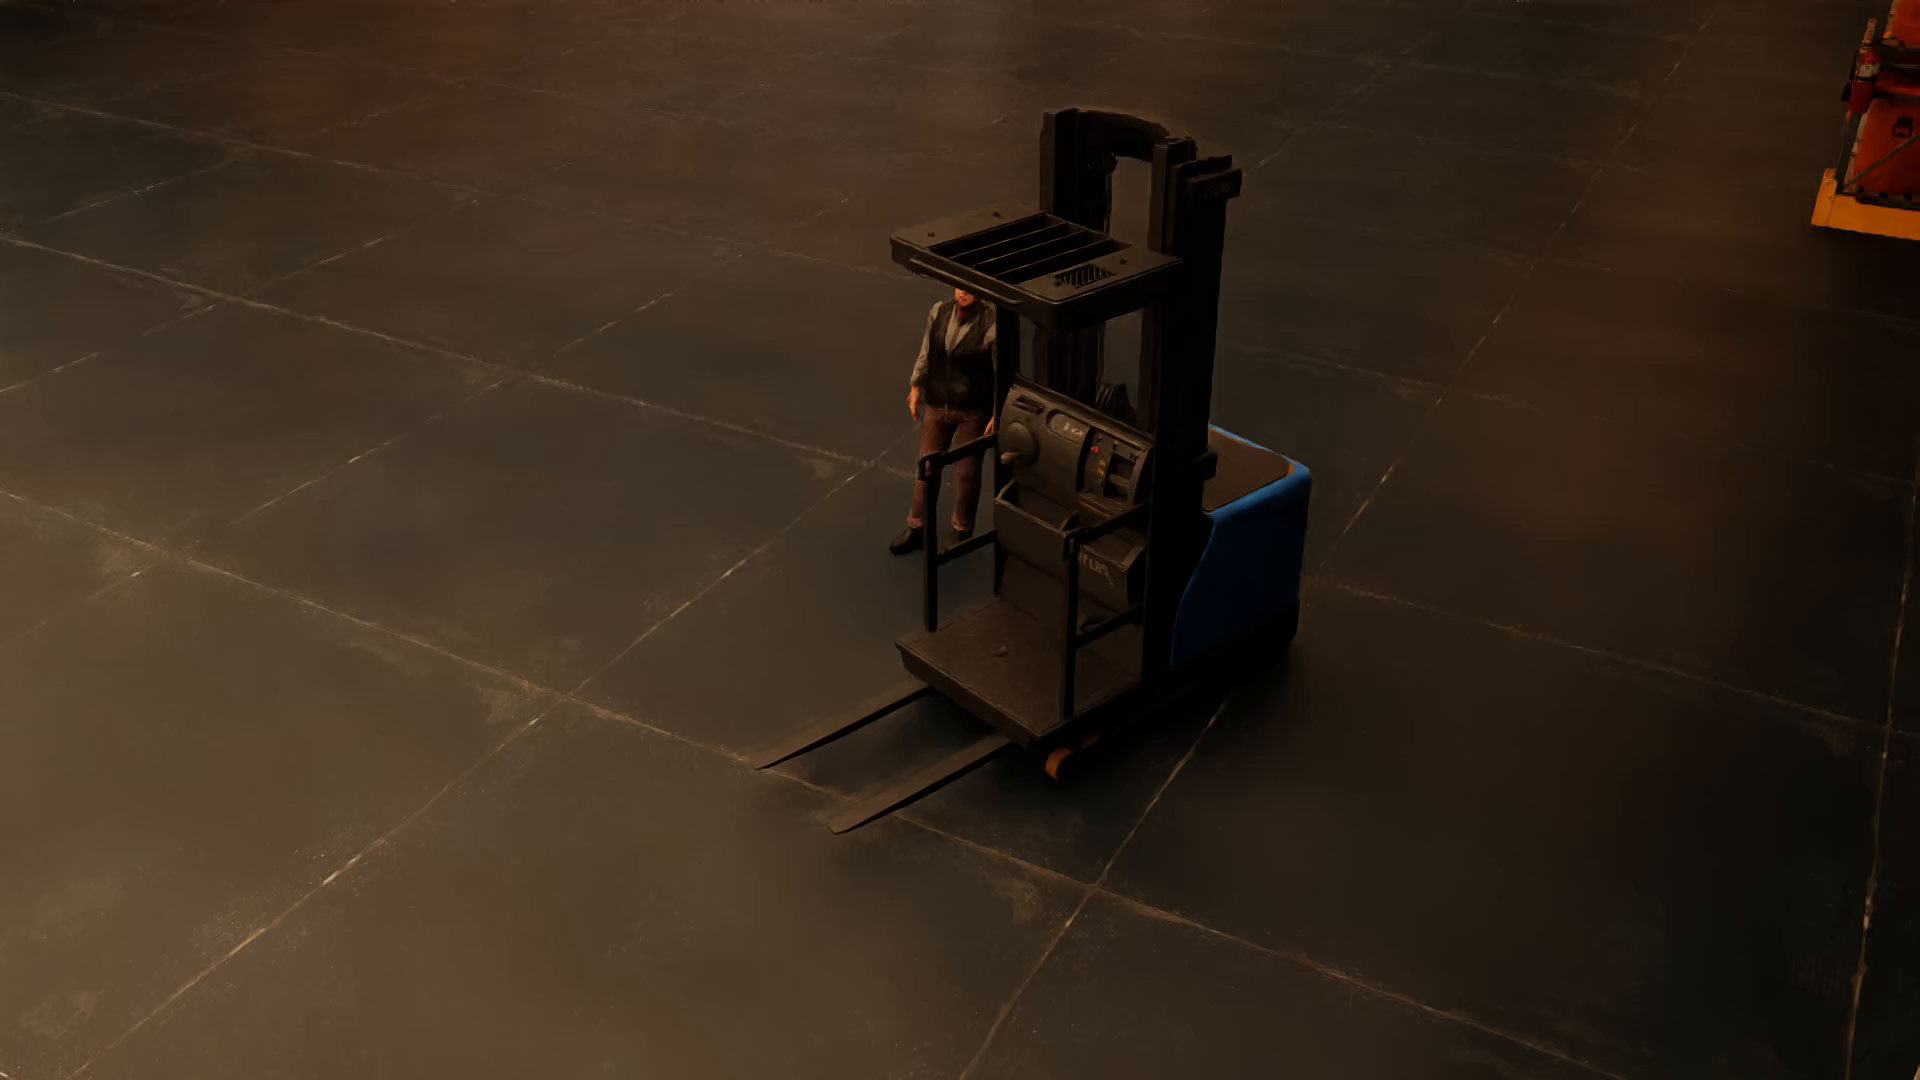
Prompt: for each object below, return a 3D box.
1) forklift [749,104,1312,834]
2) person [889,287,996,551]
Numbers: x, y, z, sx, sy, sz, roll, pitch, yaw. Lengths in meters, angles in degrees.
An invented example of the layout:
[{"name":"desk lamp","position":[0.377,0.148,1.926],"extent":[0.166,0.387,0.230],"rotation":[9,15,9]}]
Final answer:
[{"name":"forklift","position":[0.375,-0.407,7.776],"extent":[3.031,2.935,1.130],"rotation":[-24,37,-35]},{"name":"person","position":[-0.037,-0.726,9.525],"extent":[0.632,1.720,0.567],"rotation":[15,33,25]}]
